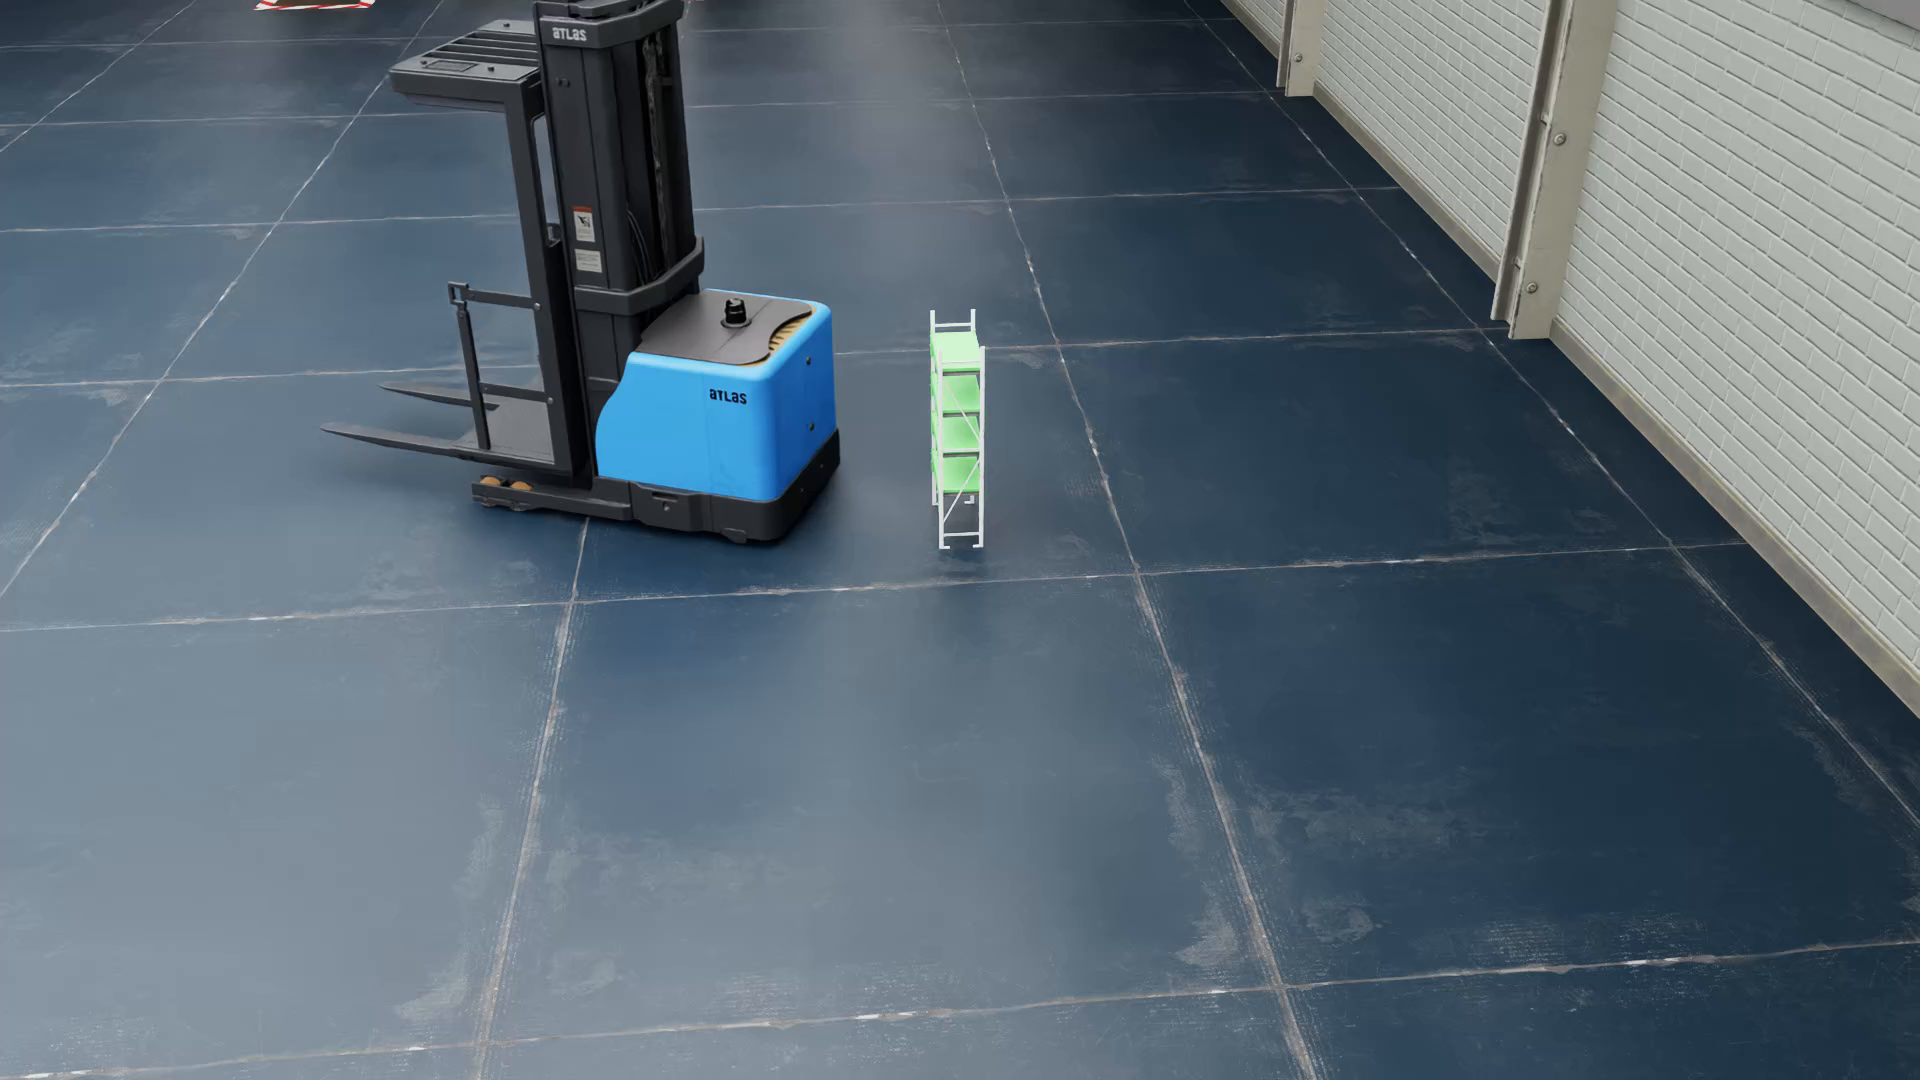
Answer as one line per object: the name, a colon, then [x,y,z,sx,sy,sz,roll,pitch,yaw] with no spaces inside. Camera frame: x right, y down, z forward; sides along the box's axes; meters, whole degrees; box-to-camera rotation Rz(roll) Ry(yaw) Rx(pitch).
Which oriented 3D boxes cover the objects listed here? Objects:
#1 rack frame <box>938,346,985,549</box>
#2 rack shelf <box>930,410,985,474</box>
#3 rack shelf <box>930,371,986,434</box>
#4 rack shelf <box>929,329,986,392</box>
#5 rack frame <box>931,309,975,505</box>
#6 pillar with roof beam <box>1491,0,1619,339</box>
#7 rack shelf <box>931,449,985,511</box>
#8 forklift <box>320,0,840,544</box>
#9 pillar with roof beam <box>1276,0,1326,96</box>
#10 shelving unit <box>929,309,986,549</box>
rack frame: [0.007,-0.475,8.875,0.240,1.200,0.015,-3,31,-5]
rack shelf: [-0.016,-0.545,9.117,0.258,0.148,0.480,-3,31,-5]
rack shelf: [-0.016,-0.751,8.994,0.258,0.148,0.480,-3,31,-5]
rack shelf: [-0.016,-0.957,8.870,0.258,0.148,0.480,-3,31,-5]
rack frame: [-0.038,-0.724,9.292,0.240,1.200,0.015,-3,31,-5]
pillar with roof beam: [-0.311,-5.164,9.120,9.100,9.000,0.400,-3,31,-5]
rack shelf: [-0.015,-0.339,9.240,0.258,0.148,0.480,-3,31,-5]
forklift: [-2.287,-1.668,9.185,3.031,2.935,1.130,9,32,15]
pillar with roof beam: [-0.872,-8.227,14.249,9.100,9.000,0.400,-3,31,-5]
shelving unit: [-0.016,-0.600,9.084,0.258,1.200,0.503,-3,31,-5]
